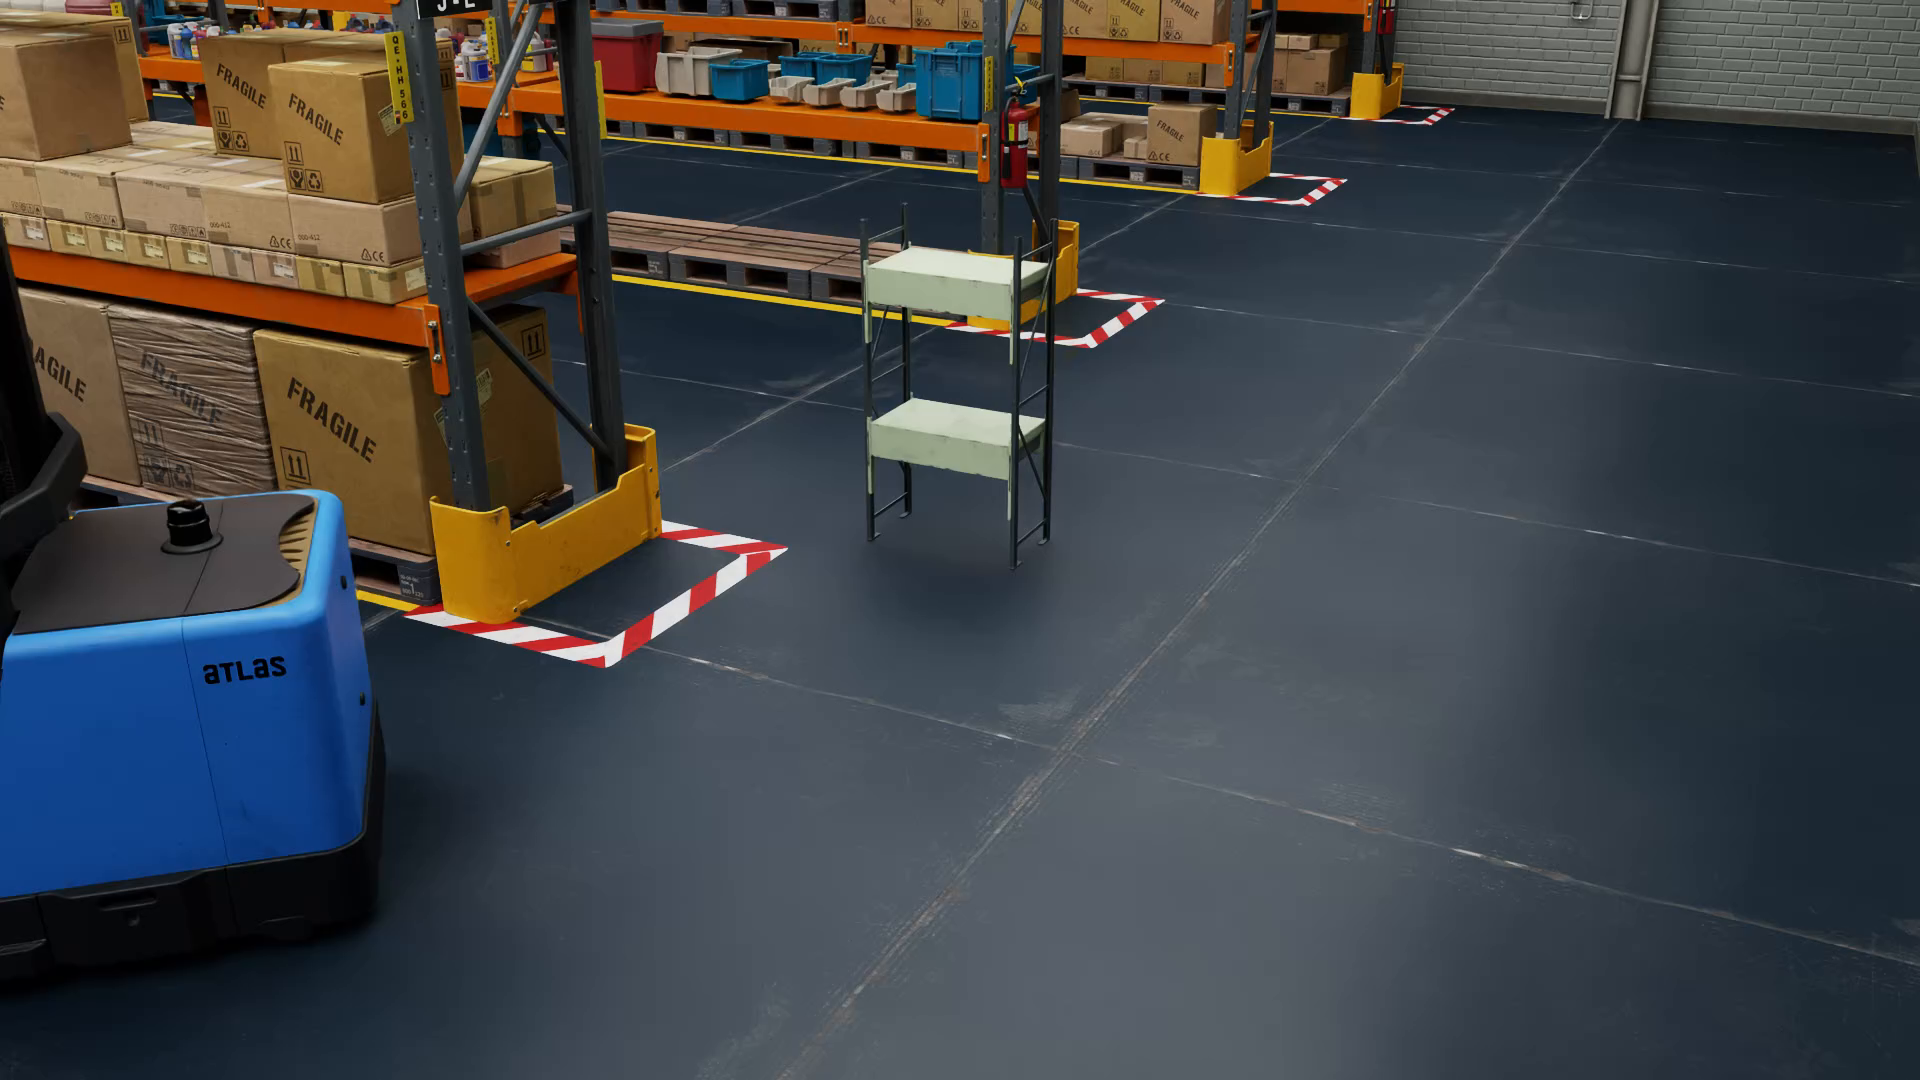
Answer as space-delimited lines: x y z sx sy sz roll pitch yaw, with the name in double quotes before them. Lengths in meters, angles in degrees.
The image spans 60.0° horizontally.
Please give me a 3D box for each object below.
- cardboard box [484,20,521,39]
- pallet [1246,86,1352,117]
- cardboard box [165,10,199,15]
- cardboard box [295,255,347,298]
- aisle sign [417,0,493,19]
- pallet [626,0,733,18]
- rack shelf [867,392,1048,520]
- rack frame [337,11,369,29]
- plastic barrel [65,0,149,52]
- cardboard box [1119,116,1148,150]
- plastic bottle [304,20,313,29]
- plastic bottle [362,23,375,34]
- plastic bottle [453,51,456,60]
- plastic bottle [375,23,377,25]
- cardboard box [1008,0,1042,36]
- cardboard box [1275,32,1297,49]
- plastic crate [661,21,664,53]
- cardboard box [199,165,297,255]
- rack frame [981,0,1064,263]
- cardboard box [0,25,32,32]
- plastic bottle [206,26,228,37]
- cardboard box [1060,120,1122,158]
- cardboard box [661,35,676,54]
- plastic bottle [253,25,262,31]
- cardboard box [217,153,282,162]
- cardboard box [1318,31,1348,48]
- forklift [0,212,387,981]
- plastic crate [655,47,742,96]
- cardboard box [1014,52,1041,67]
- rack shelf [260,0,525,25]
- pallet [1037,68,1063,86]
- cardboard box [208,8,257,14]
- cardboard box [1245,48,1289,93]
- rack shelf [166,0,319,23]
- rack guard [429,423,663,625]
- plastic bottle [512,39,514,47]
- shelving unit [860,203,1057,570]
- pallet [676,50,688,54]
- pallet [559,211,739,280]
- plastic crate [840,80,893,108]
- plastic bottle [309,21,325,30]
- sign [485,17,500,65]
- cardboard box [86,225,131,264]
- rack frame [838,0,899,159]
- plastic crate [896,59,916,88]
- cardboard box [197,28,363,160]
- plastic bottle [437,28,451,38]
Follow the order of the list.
"cardboard box" -6.766 -7.787 24.860 0.500 0.500 0.500 9 25 21
"pallet" 4.138 -5.278 19.890 1.213 0.211 1.003 11 25 25
"cardboard box" -9.908 -6.376 20.929 0.500 0.500 0.500 11 25 25
"cardboard box" -2.517 -1.135 6.906 0.250 0.149 0.380 11 26 25
"aisle sign" -1.889 -2.336 6.088 0.004 0.787 0.394 11 25 25
"pallet" -2.746 -5.699 17.562 1.213 0.211 1.003 11 25 25
"rack shelf" -0.006 -0.391 7.587 0.720 0.370 0.431 11 25 25
"rack frame" -9.391 -9.272 25.720 0.127 3.000 1.000 11 25 25
"plastic barrel" -7.273 -4.438 14.179 0.708 0.536 0.600 11 25 25
"cardboard box" 1.852 -3.937 16.125 0.500 0.250 0.500 11 25 25
"plastic bottle" -5.520 -4.282 14.149 0.097 0.271 0.097 0 23 0
"plastic bottle" -4.892 -4.144 13.811 0.133 0.283 0.061 11 25 25
"plastic bottle" -3.877 -3.621 12.581 0.133 0.283 0.061 11 25 25
"plastic bottle" -4.865 -4.165 13.861 0.133 0.283 0.061 11 25 25
"cardboard box" 0.776 -5.016 15.583 0.500 0.500 0.500 11 25 24
"cardboard box" 3.792 -5.881 19.574 0.250 0.149 0.380 12 26 26
"plastic crate" -2.582 -3.750 12.679 0.575 0.384 0.392 11 25 25
"cardboard box" -2.822 -1.408 7.039 0.500 0.250 0.500 11 25 24
"rack frame" 0.417 -2.987 10.941 0.127 3.000 1.000 11 25 25
"cardboard box" -4.639 -2.113 7.739 0.500 0.500 0.500 11 25 25
"plastic bottle" -6.069 -4.071 13.649 0.135 0.276 0.152 11 25 25
"cardboard box" 1.225 -3.842 15.901 0.500 0.250 0.500 11 25 25
"cardboard box" -3.491 -5.434 18.369 0.500 0.250 0.500 12 26 27
"plastic bottle" -6.074 -4.359 14.421 0.097 0.201 0.097 0 23 0
"cardboard box" -3.038 -1.683 7.687 0.500 0.250 0.500 10 25 23
"cardboard box" 4.419 -5.925 19.678 0.250 0.149 0.380 11 26 25
"forklift" -3.335 -0.201 4.478 3.031 2.935 1.130 -6 24 -15
"plastic crate" -1.873 -3.332 11.828 0.530 0.282 0.437 11 25 25
"cardboard box" 0.679 -6.427 21.239 0.750 0.750 0.750 12 26 25
"rack shelf" -6.269 -6.151 19.300 4.000 0.370 1.077 11 25 25
"pallet" 0.595 -5.980 21.542 1.213 0.211 1.003 11 25 25
"cardboard box" -9.219 -6.476 21.163 0.500 0.500 0.500 11 25 25
"cardboard box" 3.771 -5.667 19.900 0.500 0.500 0.700 11 25 24
"rack shelf" -9.838 -6.857 20.961 4.000 0.370 1.077 11 25 25
"rack guard" -1.796 -0.102 7.352 0.348 0.500 1.175 11 25 25
"plastic bottle" -3.604 -3.902 13.258 0.097 0.271 0.097 0 23 0
"shelving unit" -0.006 -0.691 7.459 0.755 1.500 0.431 11 25 25
"pallet" -4.034 -6.931 23.777 1.213 0.211 1.003 11 25 25
"pallet" -2.479 -2.294 12.874 1.213 0.211 1.003 11 25 25
"plastic crate" -0.644 -3.030 11.303 0.243 0.136 0.396 11 25 25
"plastic bottle" -5.155 -3.990 13.362 0.185 0.351 0.144 11 25 25
"sign" -3.402 -3.629 12.096 0.005 0.325 0.100 11 25 25
"cardboard box" -3.648 -1.359 7.434 0.250 0.149 0.380 12 26 26
"rack frame" -0.914 -5.423 16.668 0.127 3.000 1.000 11 25 25
"plastic crate" -0.242 -3.212 11.608 0.300 0.233 0.416 11 25 25
"cardboard box" -3.035 -2.027 7.536 0.500 0.500 0.500 10 25 23
"plastic bottle" -4.220 -4.014 13.515 0.135 0.276 0.152 11 25 25
